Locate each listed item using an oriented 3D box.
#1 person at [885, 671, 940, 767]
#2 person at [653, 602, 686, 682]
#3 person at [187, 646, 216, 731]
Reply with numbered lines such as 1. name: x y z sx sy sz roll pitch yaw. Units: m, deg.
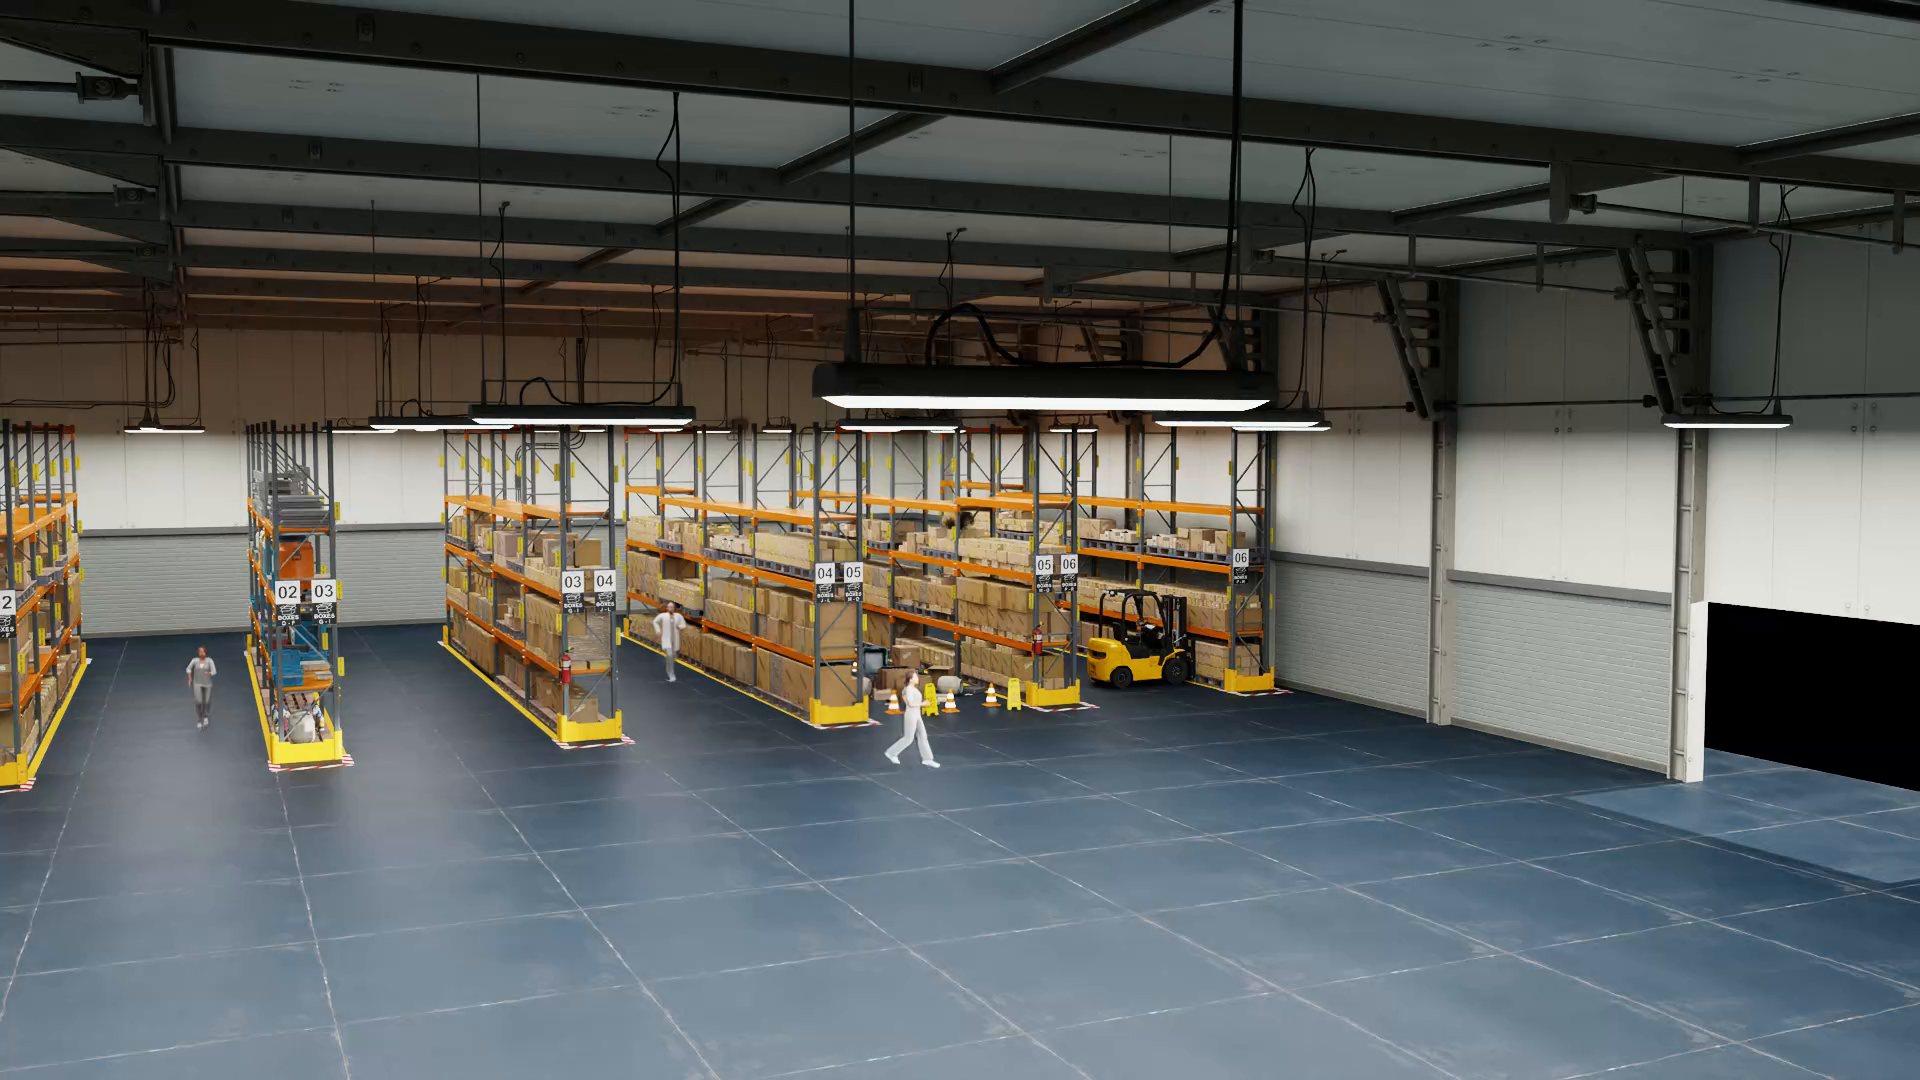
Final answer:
1. person: -0.824 3.074 28.588 0.951 1.673 0.565 0 4 8
2. person: -6.779 2.370 39.035 0.693 1.813 0.917 -2 4 -29
3. person: -14.808 2.890 32.497 0.503 1.644 0.710 -2 4 -29
